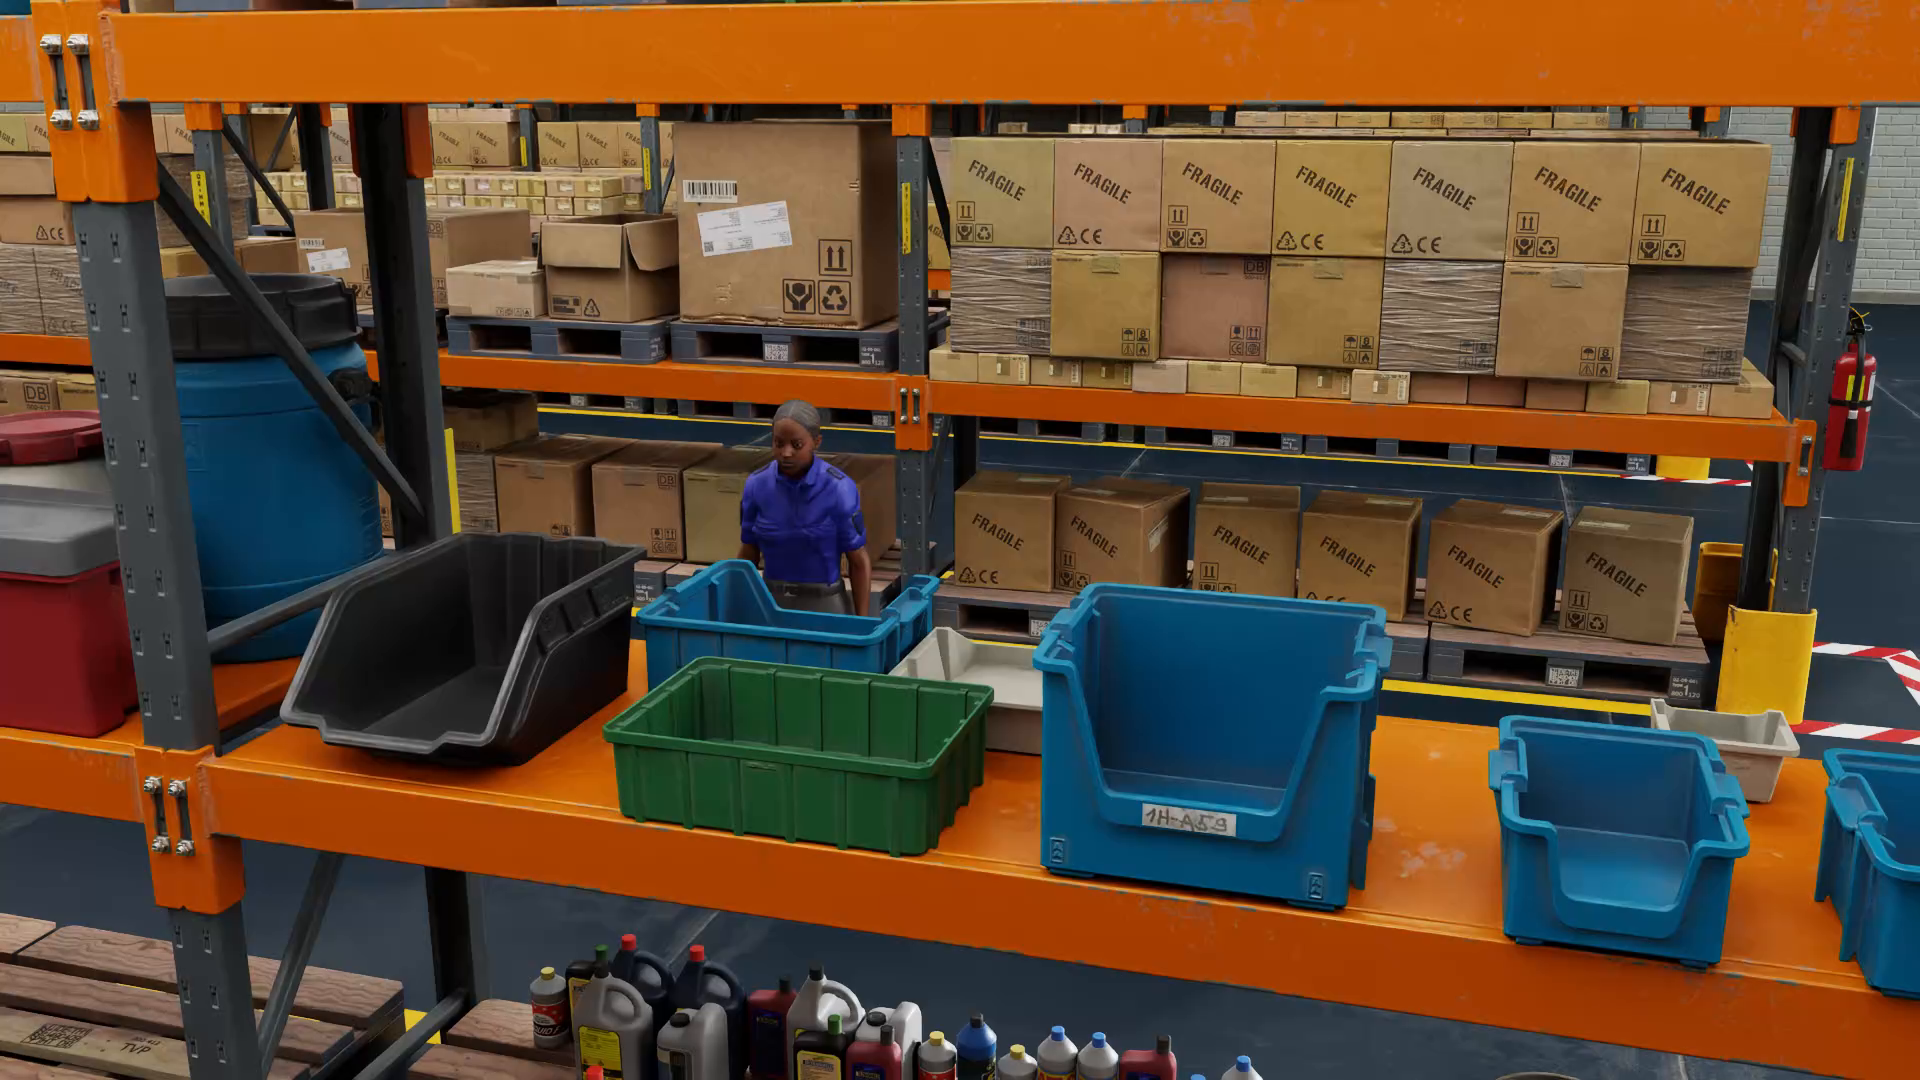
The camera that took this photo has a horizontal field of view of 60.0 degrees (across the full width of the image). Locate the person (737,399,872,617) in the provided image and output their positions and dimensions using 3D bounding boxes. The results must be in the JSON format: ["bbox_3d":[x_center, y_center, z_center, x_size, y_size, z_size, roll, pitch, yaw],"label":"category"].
[{"bbox_3d":[-0.580,0.309,5.886,0.528,1.656,0.394,4,16,14],"label":"person"}]
